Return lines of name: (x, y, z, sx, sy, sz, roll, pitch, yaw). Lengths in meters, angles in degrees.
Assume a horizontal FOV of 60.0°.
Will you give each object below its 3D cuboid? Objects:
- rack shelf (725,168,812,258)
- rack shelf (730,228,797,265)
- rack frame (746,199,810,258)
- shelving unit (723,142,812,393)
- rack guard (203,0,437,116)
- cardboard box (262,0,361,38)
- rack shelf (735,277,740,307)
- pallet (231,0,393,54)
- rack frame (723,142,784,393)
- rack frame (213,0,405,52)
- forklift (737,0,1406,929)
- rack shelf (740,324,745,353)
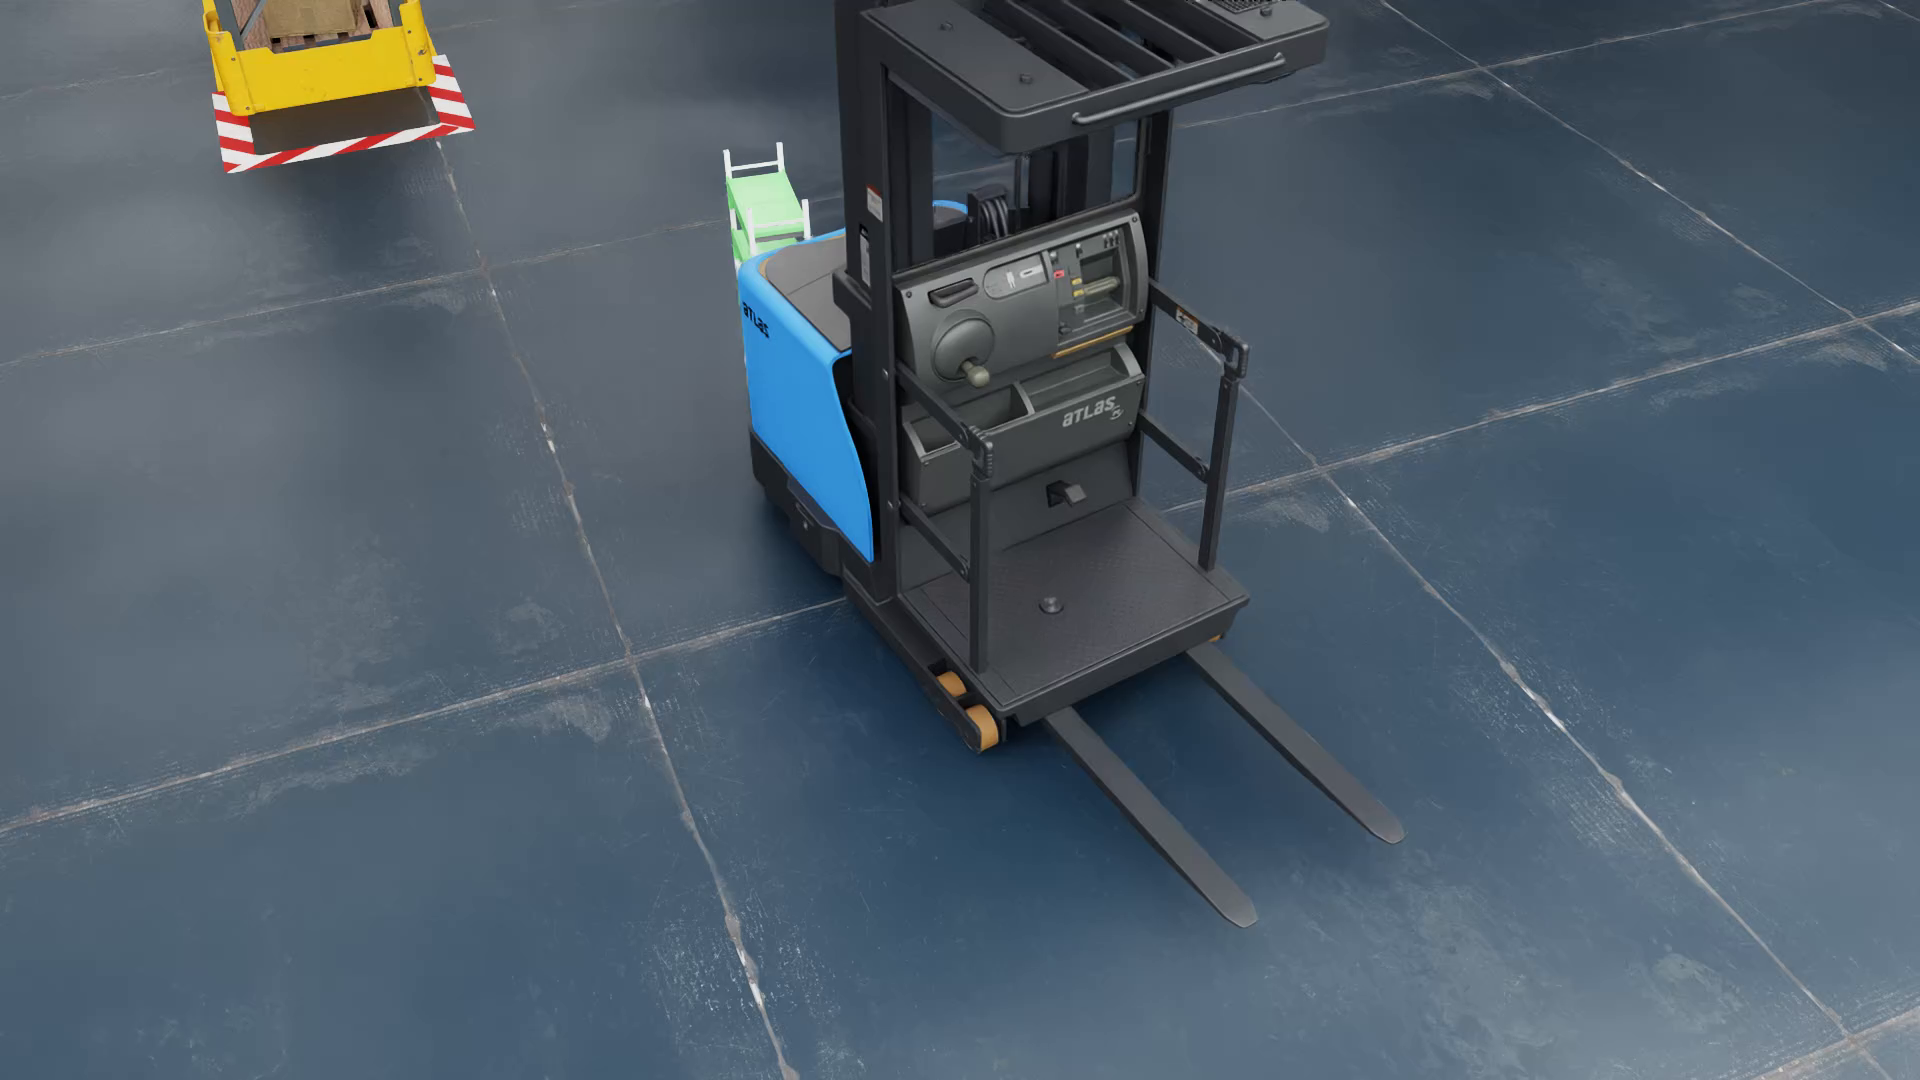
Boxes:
rack shelf: (-0.774, -1.307, 6.712, 0.258, 0.148, 0.480, -11, 42, -12)
rack shelf: (-0.774, -1.125, 6.868, 0.258, 0.148, 0.480, -11, 42, -12)
rack frame: (-0.706, -0.839, 6.806, 0.240, 1.200, 0.015, -11, 42, -12)
shelving unit: (-0.774, -0.992, 6.983, 0.258, 1.200, 0.503, -11, 42, -12)
rack guard: (-3.719, -2.871, 9.706, 1.175, 0.500, 0.348, -15, 43, -17)
cardboard box: (-3.913, -3.365, 9.958, 0.500, 0.500, 0.500, -8, 41, -9)
rack shelf: (-0.774, -0.943, 7.025, 0.258, 0.148, 0.480, -11, 42, -12)
pallet: (-3.997, -3.260, 10.379, 1.003, 0.211, 1.213, -15, 43, -17)
rack frame: (-0.843, -1.144, 7.161, 0.240, 1.200, 0.015, -11, 42, -12)
rack frame: (-3.690, -3.773, 8.837, 1.000, 3.000, 0.127, -15, 43, -17)
forklift: (0.340, -0.716, 5.335, 1.130, 2.935, 3.031, -22, 45, -24)
rack shelf: (-0.774, -0.761, 7.181, 0.258, 0.148, 0.480, -11, 42, -12)
